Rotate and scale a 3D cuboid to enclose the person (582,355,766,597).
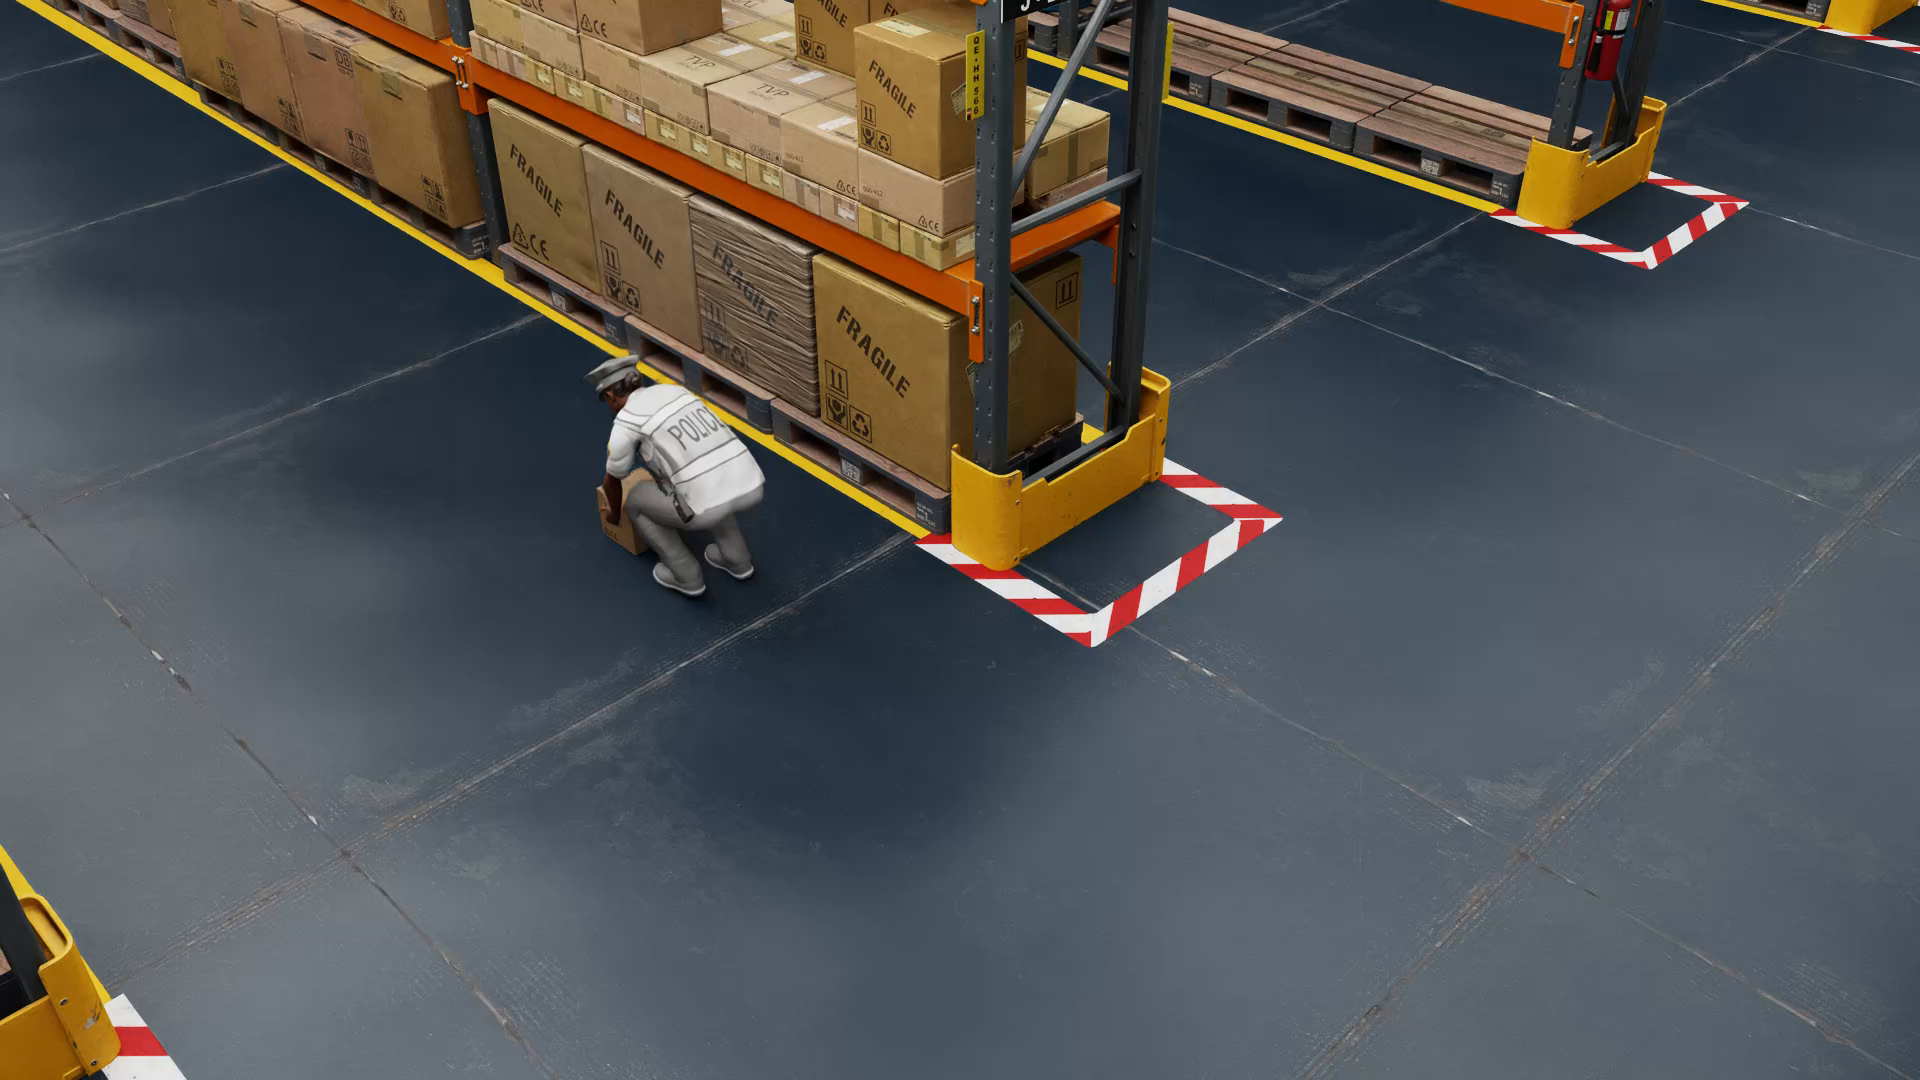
[{"bbox_3d":[-1.219,-0.257,7.118,0.854,0.954,0.484,30,45,35],"label":"person"}]
